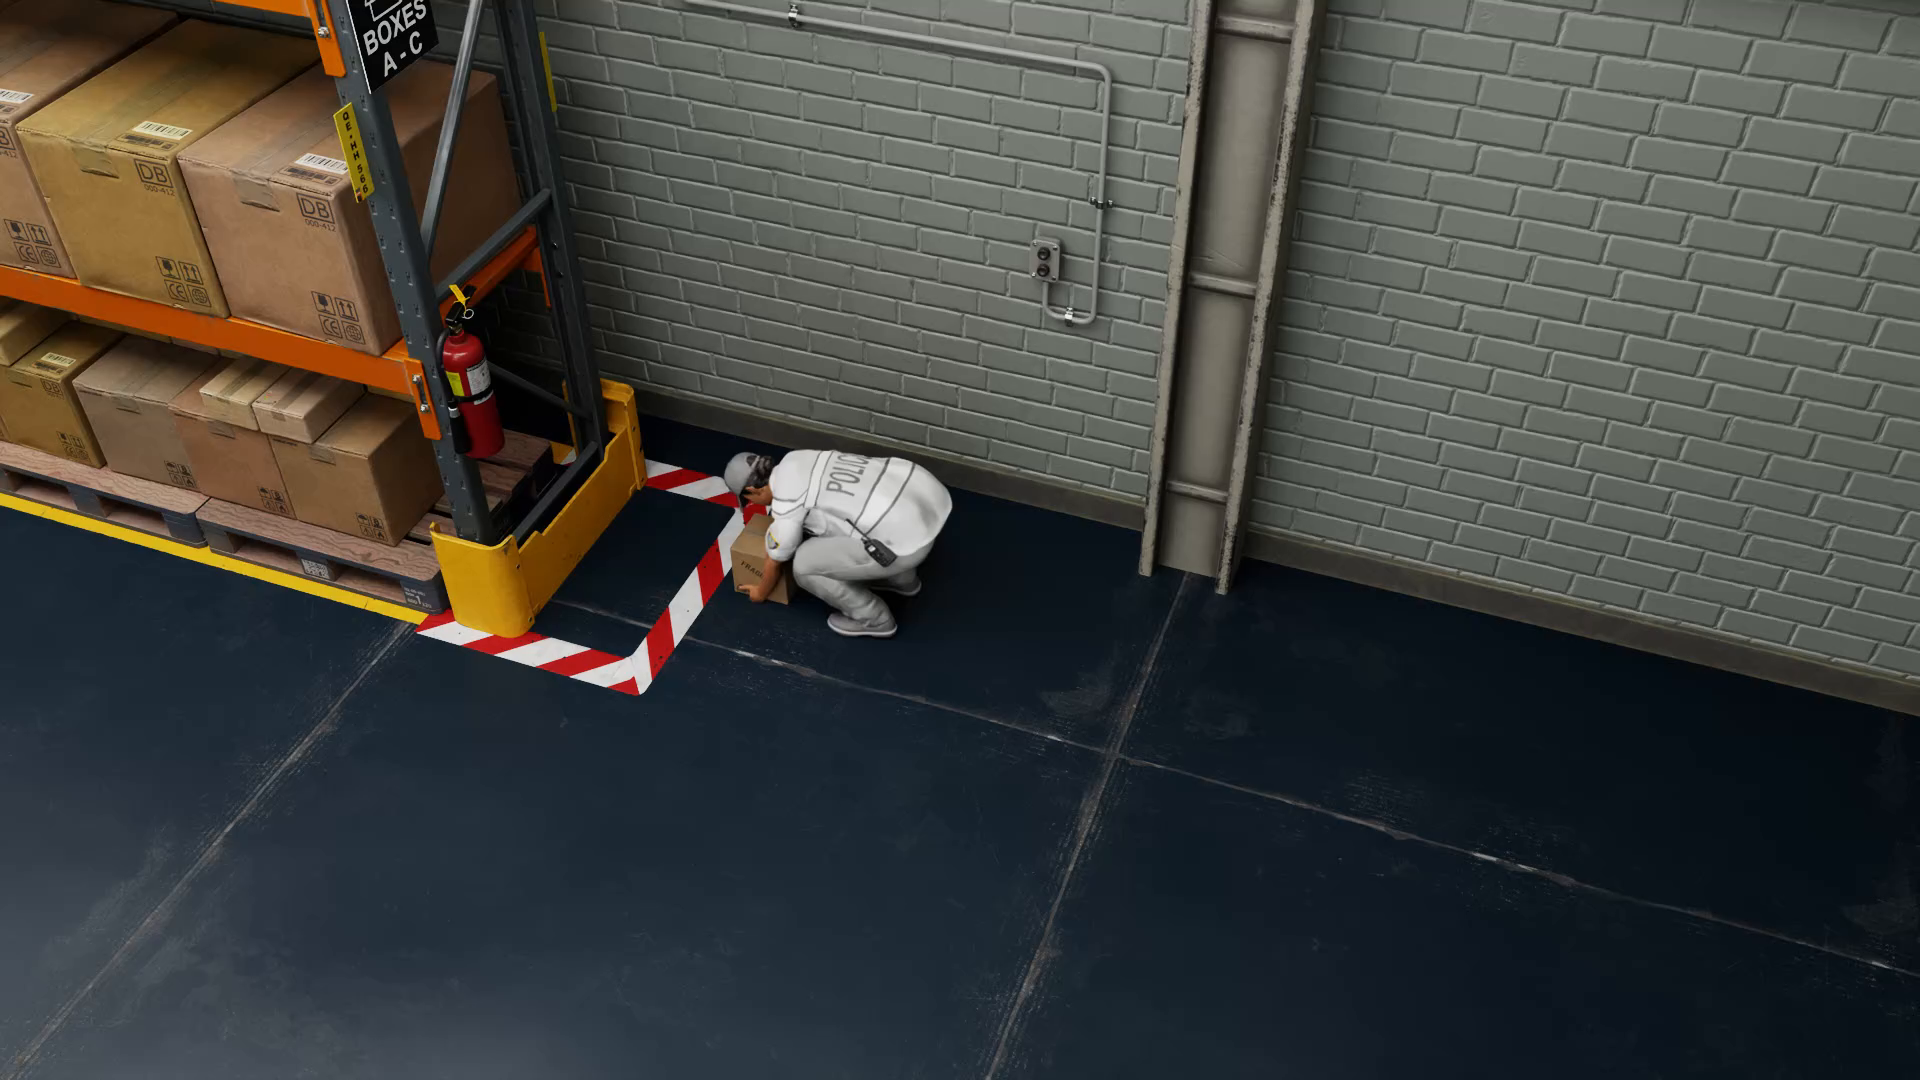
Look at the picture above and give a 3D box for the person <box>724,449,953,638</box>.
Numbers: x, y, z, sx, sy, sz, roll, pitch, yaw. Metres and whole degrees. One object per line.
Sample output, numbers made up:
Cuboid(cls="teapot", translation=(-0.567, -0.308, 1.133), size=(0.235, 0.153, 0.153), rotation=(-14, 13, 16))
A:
Cuboid(cls="person", translation=(-0.508, -0.017, 6.885), size=(0.935, 0.754, 0.508), rotation=(13, 43, 14))
